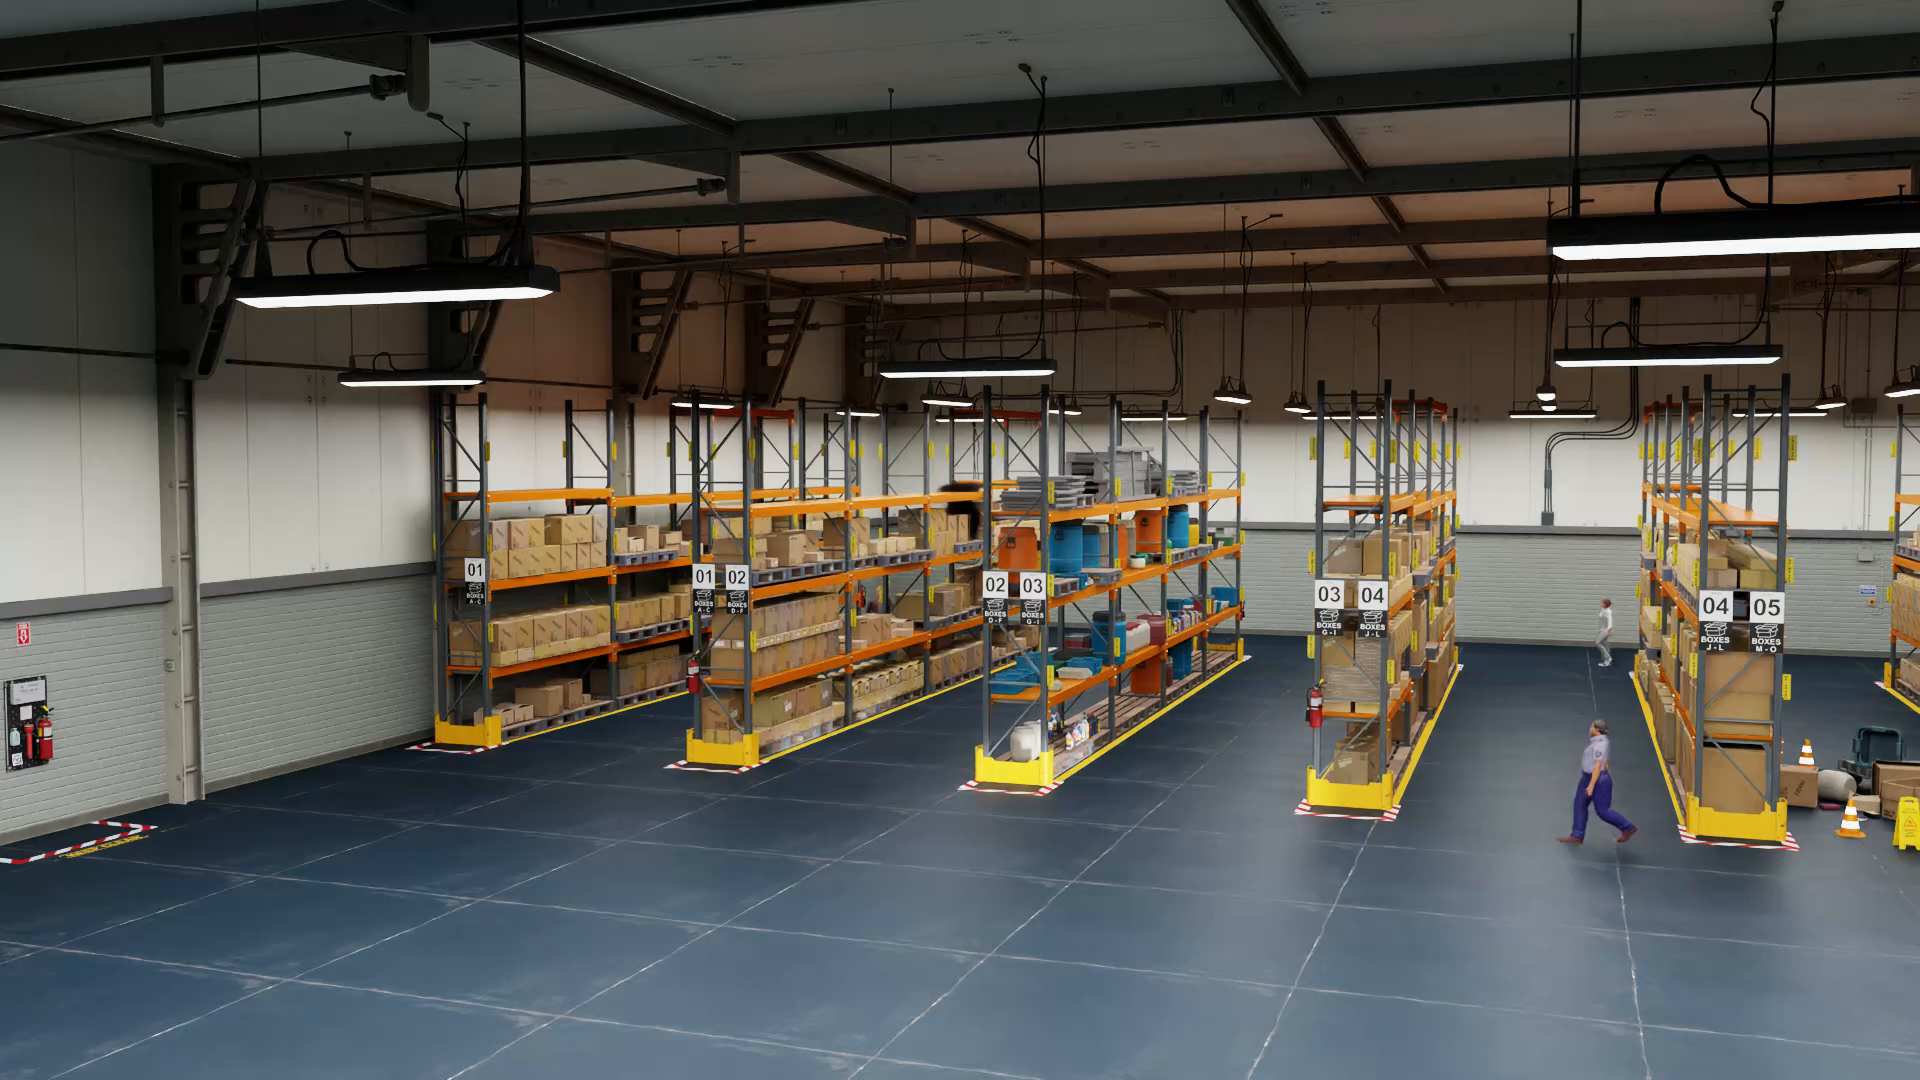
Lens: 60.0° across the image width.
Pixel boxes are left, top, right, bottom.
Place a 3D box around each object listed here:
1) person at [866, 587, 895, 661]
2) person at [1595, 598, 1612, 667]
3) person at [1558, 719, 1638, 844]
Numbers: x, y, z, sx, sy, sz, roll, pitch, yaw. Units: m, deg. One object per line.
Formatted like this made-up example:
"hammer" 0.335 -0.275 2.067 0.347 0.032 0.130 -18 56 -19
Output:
"person" -1.828 2.030 38.518 0.769 1.738 0.936 1 3 24
"person" 14.942 2.142 38.603 0.413 1.610 0.424 1 3 10
"person" 8.102 3.073 21.075 0.889 1.604 0.468 0 3 -5
